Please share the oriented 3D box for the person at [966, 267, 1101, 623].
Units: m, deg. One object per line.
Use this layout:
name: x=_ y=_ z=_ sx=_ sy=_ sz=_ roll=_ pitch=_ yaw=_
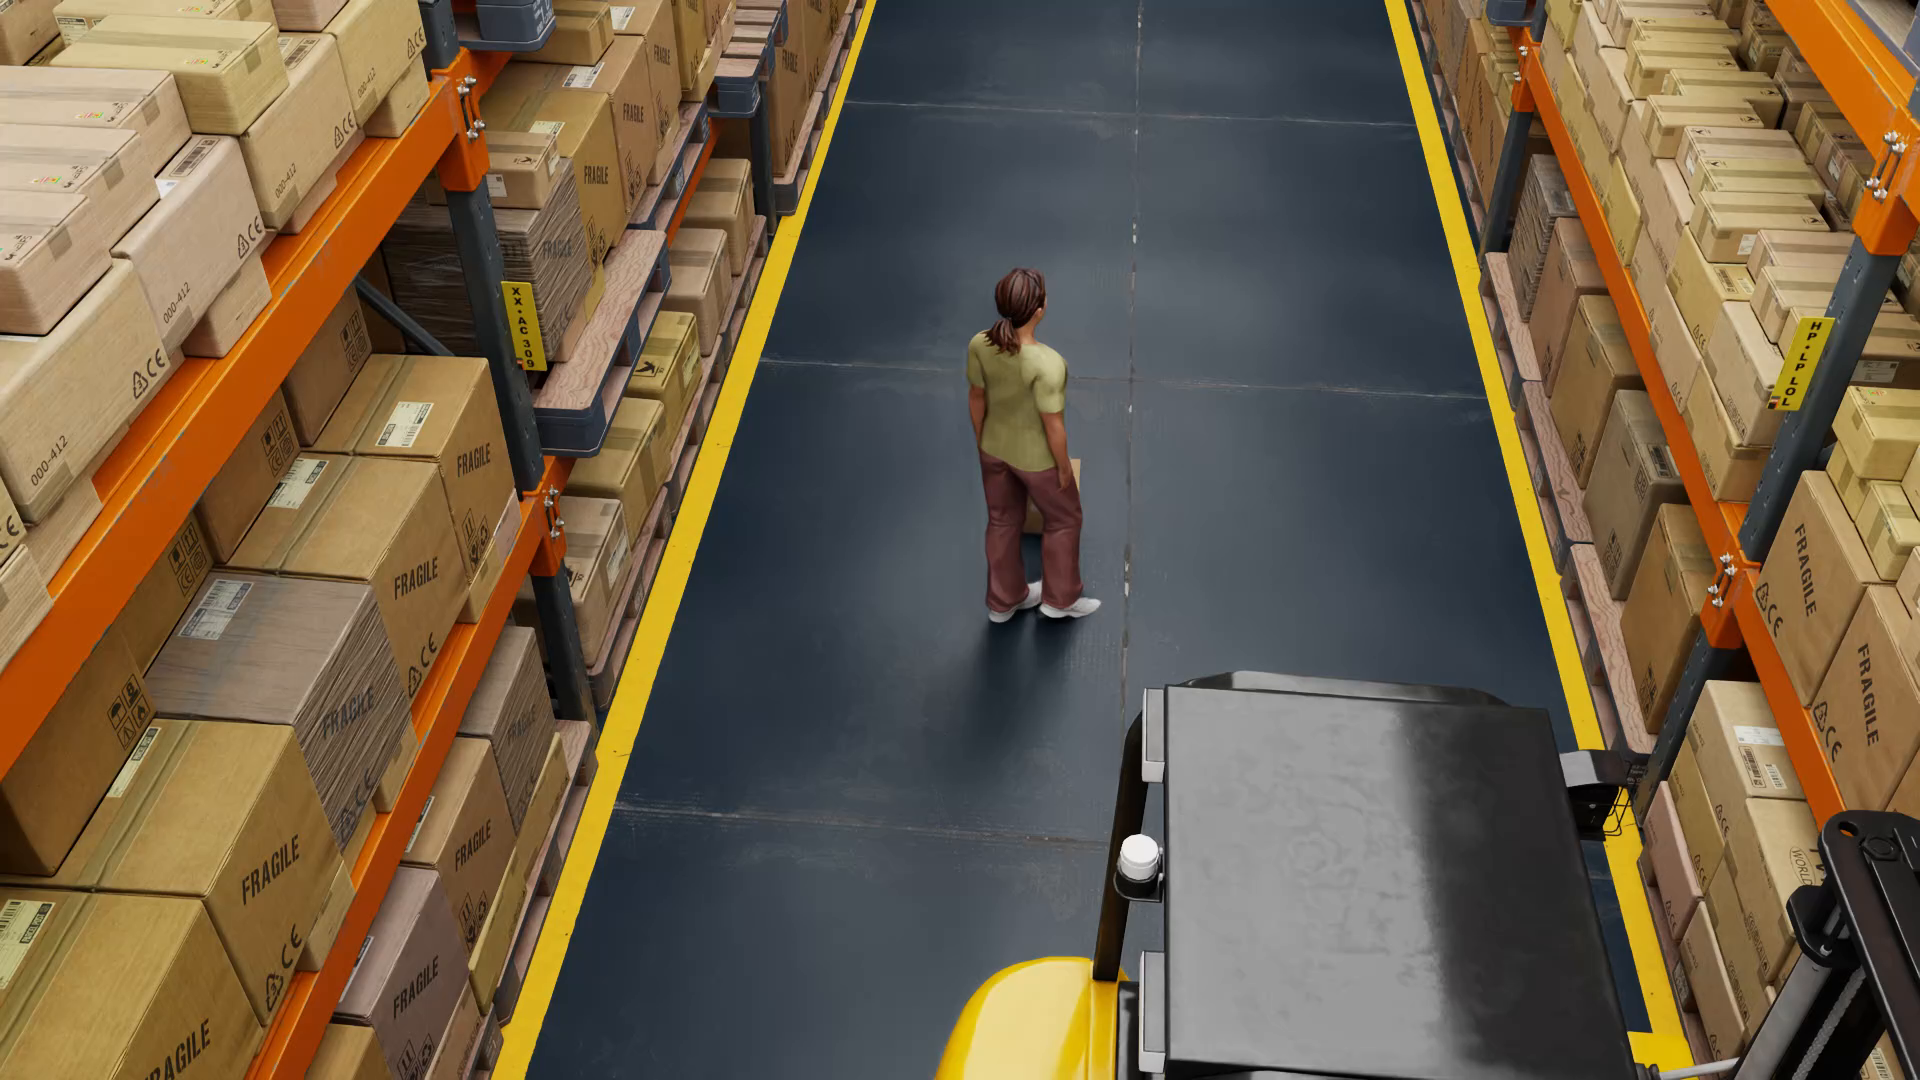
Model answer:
person: x=0.292 y=-0.330 z=6.577 sx=0.499 sy=1.719 sz=0.466 roll=25 pitch=46 yaw=26
